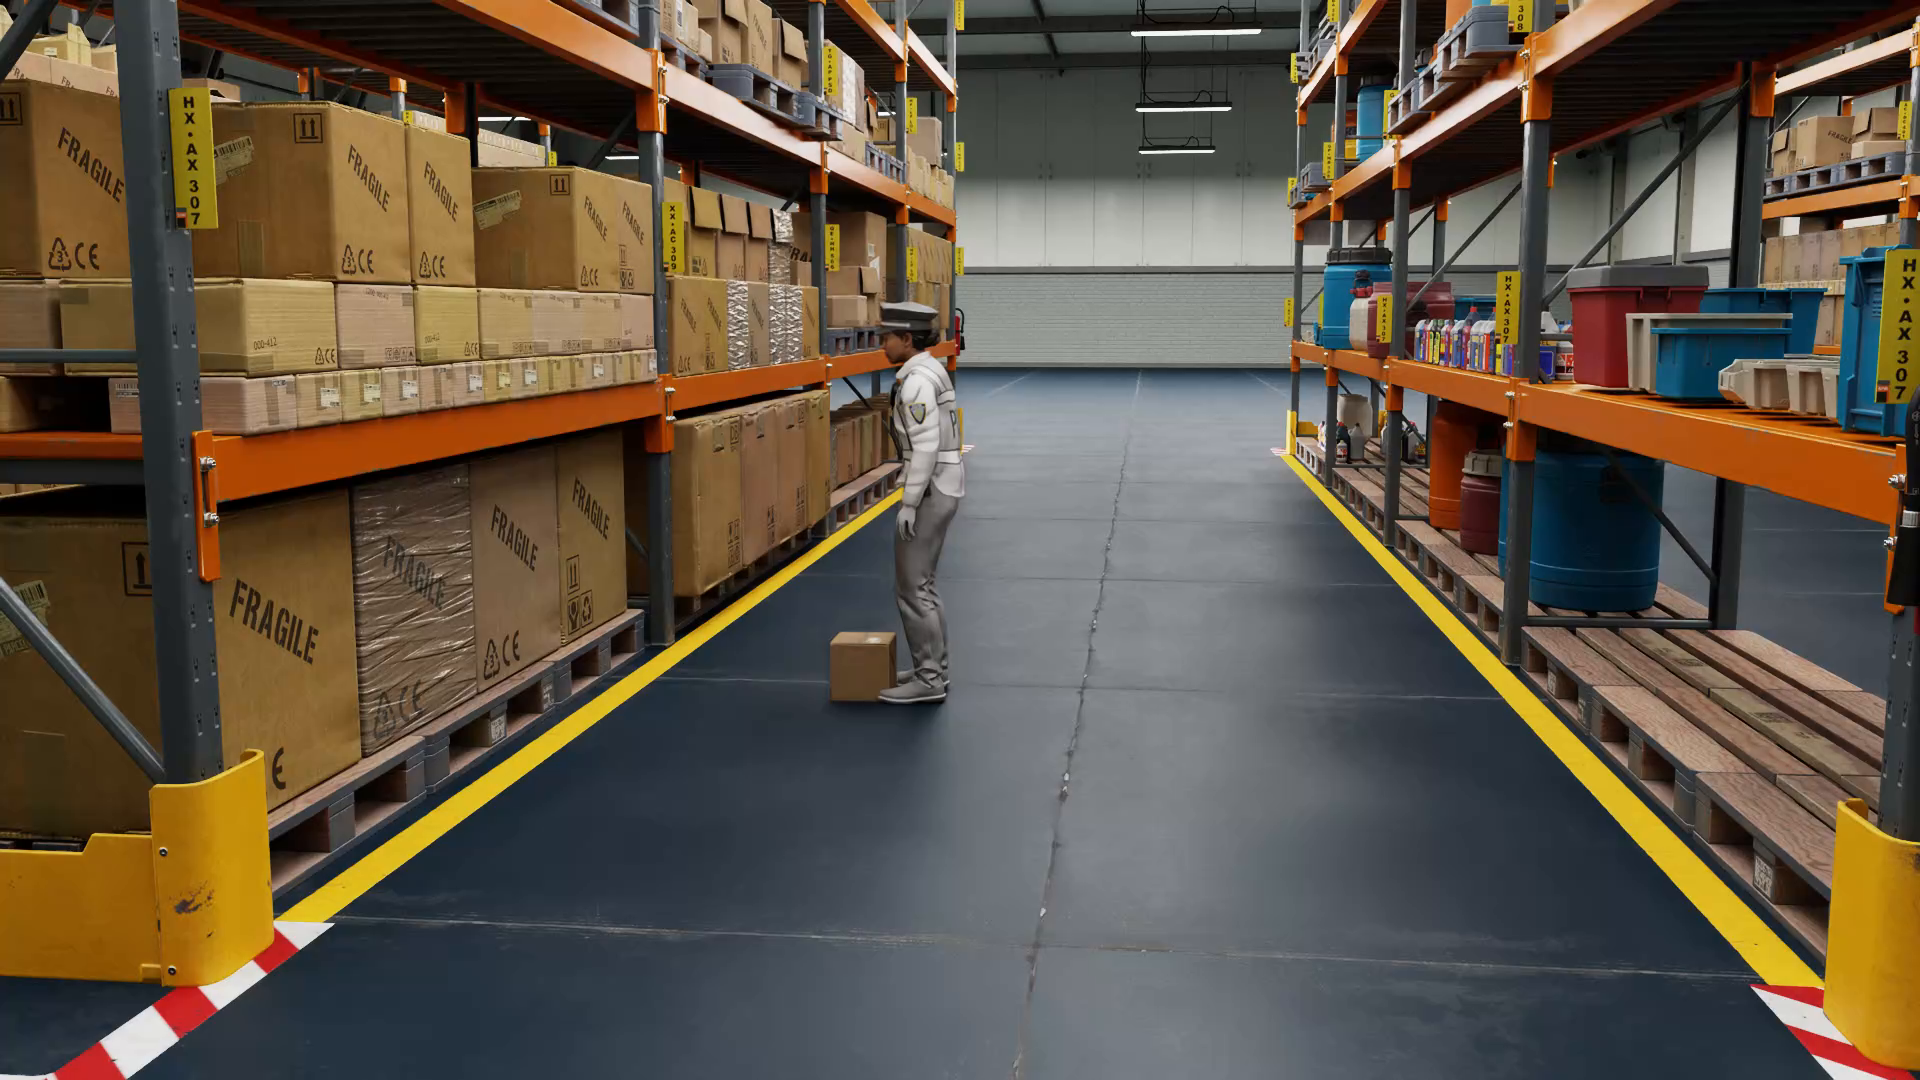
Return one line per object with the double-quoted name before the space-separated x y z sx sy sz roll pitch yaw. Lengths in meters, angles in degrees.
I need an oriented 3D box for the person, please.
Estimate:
"person" -0.165 -0.159 6.961 0.369 1.663 0.518 1 8 4
